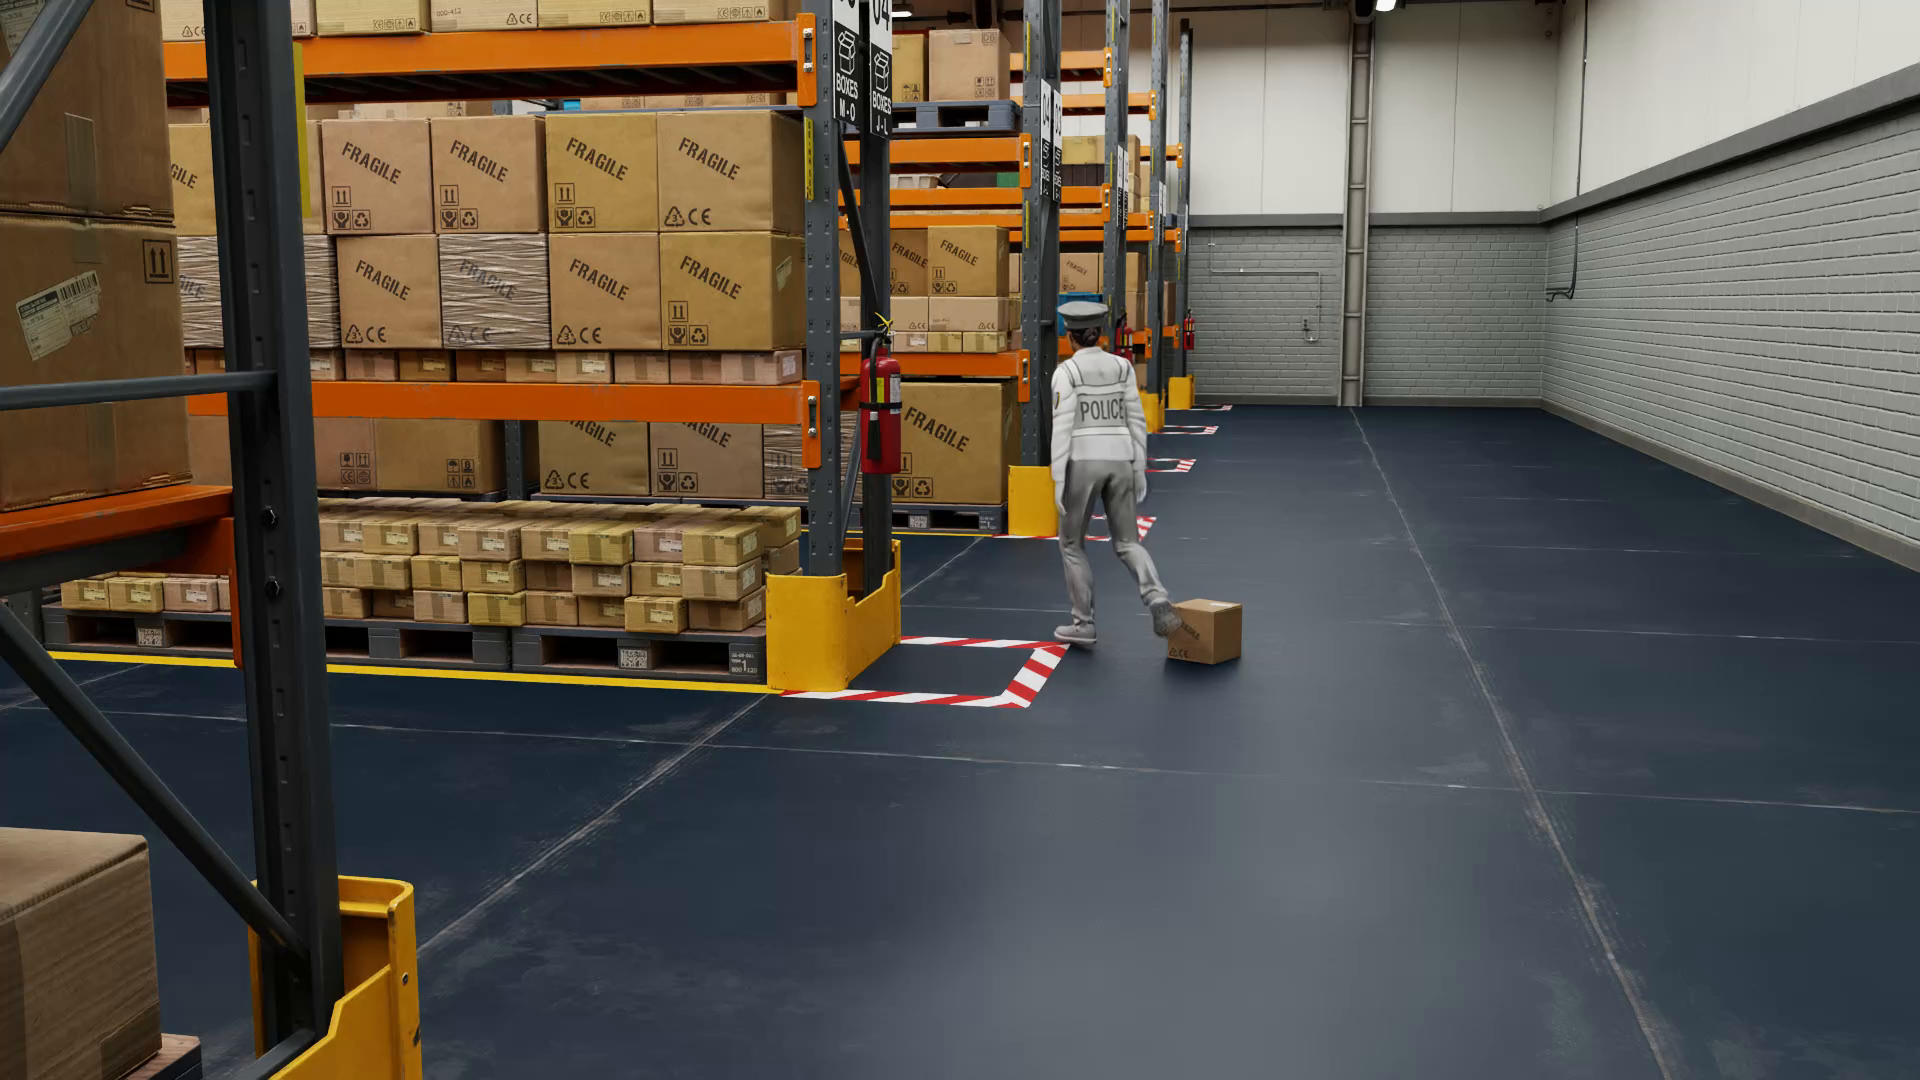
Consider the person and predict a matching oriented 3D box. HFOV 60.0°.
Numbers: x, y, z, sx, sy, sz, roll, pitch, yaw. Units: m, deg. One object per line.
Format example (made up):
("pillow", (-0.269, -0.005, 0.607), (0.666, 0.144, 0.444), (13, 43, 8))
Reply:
("person", (0.710, -0.297, 7.852), (0.518, 1.647, 0.671), (-4, 9, -25))
